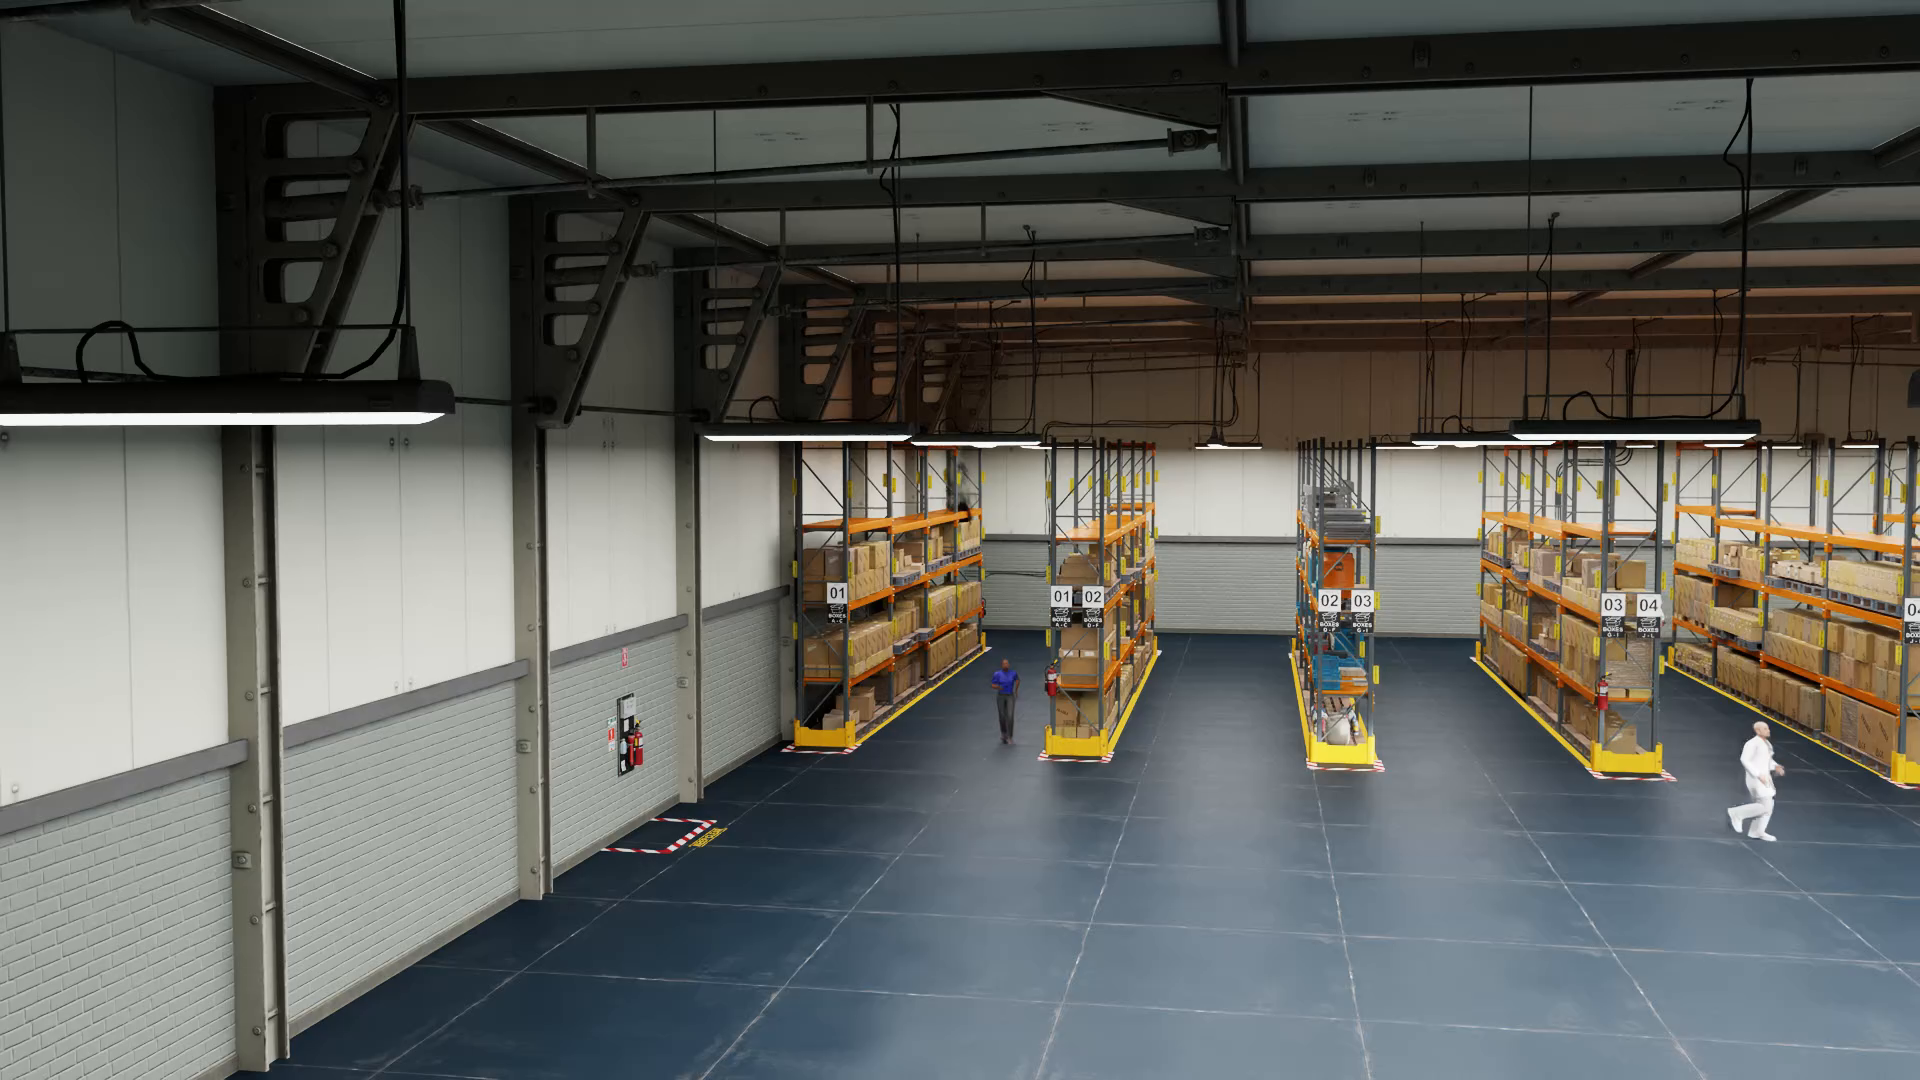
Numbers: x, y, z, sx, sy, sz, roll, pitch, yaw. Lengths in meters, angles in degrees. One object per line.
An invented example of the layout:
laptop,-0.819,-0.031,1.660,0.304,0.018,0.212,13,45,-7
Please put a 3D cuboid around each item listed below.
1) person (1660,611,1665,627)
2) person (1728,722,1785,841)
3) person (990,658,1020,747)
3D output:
person,19.018,2.454,45.809,0.606,1.676,0.763,0,3,0
person,11.812,3.593,24.644,0.688,1.669,0.705,3,4,42
person,0.884,3.162,32.678,0.567,1.707,0.787,0,3,3
